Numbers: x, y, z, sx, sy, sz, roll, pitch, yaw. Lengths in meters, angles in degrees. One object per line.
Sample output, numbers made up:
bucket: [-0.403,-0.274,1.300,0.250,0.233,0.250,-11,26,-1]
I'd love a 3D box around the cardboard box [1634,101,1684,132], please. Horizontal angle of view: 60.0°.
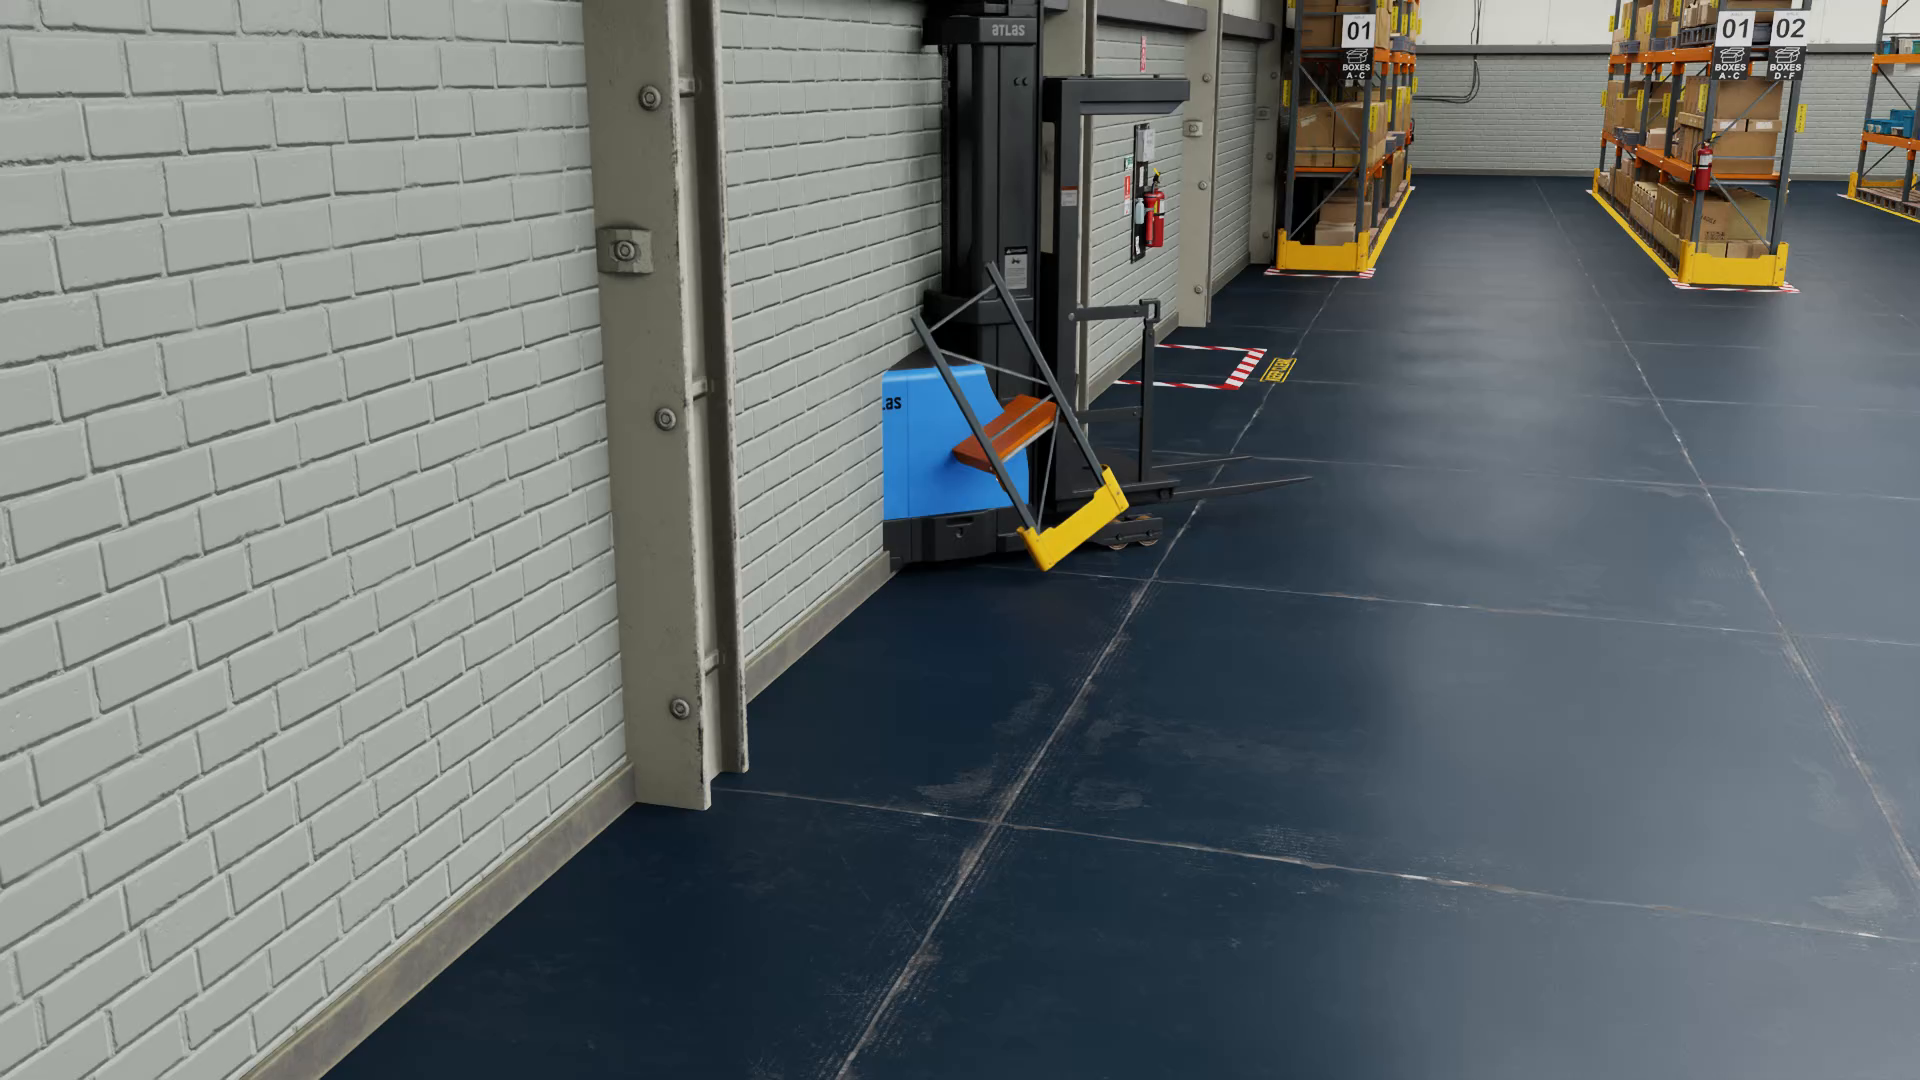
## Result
cardboard box: [11.840,-7.134,28.033,0.700,0.500,0.500,-1,16,-3]

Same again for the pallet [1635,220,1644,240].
pallet: [11.149,-4.839,26.002,1.003,0.211,1.213,5,16,16]

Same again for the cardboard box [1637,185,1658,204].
cardboard box: [11.050,-5.474,26.374,0.500,0.311,0.500,4,16,14]

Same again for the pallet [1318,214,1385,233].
pallet: [6.446,-5.230,27.382,1.003,0.211,1.213,5,16,16]

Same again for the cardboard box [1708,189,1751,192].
cardboard box: [10.418,-4.505,22.610,0.500,0.500,0.500,5,16,16]

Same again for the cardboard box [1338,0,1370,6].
cardboard box: [5.087,-7.065,21.191,0.500,0.500,0.500,3,16,12]

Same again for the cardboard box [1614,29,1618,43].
cardboard box: [13.498,-10.171,33.552,0.500,0.250,0.500,5,16,16]

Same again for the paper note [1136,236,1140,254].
paper note: [1.554,-2.573,14.519,0.016,0.148,0.142,5,16,16]

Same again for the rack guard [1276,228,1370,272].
rack guard: [4.767,-3.818,21.875,1.175,0.500,0.348,5,16,16]

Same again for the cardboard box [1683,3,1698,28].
cardboard box: [10.083,-7.081,22.439,0.500,0.311,0.500,4,16,13]

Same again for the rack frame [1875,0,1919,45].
rack frame: [18.791,-11.305,32.695,1.000,3.000,0.127,5,16,16]

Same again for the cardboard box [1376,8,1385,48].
cardboard box: [5.267,-6.708,21.764,0.500,0.500,0.500,6,17,20]

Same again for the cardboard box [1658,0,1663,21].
cardboard box: [12.189,-9.064,28.274,0.500,0.500,0.500,5,16,16]

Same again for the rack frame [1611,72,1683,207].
rack frame: [12.906,-7.757,31.182,1.000,3.000,0.127,5,16,16]

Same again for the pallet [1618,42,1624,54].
pallet: [12.653,-8.945,30.216,1.213,0.211,1.003,5,16,16]

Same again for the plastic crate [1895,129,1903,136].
plastic crate: [17.714,-7.582,30.959,0.437,0.125,0.590,5,16,16]

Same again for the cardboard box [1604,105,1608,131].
cardboard box: [13.664,-8.756,34.520,0.500,0.500,0.500,5,17,17]

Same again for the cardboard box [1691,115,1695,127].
cardboard box: [9.933,-5.564,22.076,0.380,0.149,0.250,4,16,15]

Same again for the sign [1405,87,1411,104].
sign: [8.678,-8.620,32.246,0.100,0.325,0.005,5,16,16]

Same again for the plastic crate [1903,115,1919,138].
plastic crate: [17.459,-7.542,30.342,0.392,0.384,0.575,5,16,16]

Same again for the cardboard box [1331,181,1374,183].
cardboard box: [6.606,-5.785,28.002,0.700,0.500,0.500,5,16,16]

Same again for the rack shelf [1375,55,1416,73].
rack shelf: [8.724,-9.761,34.066,1.077,0.370,4.000,5,16,16]

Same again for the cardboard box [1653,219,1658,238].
cardboard box: [10.210,-4.446,23.776,0.500,0.250,0.500,5,16,16]

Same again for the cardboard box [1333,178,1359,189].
cardboard box: [6.197,-5.727,26.423,0.500,0.250,0.500,4,16,15]

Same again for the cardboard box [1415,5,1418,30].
cardboard box: [9.193,-10.826,34.452,0.500,0.500,0.500,5,17,18]

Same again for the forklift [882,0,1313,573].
forklift: [0.569,-1.480,9.175,3.031,2.935,1.130,-7,17,-23]

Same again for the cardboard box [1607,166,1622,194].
cardboard box: [12.796,-6.937,32.066,0.500,0.500,0.500,5,16,16]

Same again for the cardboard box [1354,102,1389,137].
cardboard box: [6.044,-6.198,24.548,0.500,0.500,0.500,5,16,16]

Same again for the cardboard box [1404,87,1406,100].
cardboard box: [8.268,-8.560,31.873,0.500,0.250,0.500,5,17,17]

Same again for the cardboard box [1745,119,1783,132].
cardboard box: [9.814,-5.064,20.314,0.380,0.149,0.250,5,16,15]

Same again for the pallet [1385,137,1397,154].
pallet: [6.238,-6.144,25.845,1.003,0.211,1.213,5,16,16]

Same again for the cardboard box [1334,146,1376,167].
cardboard box: [5.188,-5.042,21.845,0.500,0.250,0.500,4,16,14]

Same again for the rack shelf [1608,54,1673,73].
rack shelf: [13.474,-9.378,32.715,1.077,0.370,4.000,5,16,16]

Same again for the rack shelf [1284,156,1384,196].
rack shelf: [5.313,-5.178,23.407,1.077,0.370,4.000,5,16,16]

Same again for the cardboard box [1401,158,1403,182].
cardboard box: [9.047,-7.865,35.371,0.700,0.500,0.500,5,16,16]

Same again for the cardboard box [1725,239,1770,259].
cardboard box: [9.861,-3.620,20.865,0.500,0.250,0.500,5,16,16]

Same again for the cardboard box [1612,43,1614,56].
cardboard box: [13.653,-10.060,34.078,0.500,0.250,0.500,5,16,16]

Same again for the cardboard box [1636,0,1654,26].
cardboard box: [13.007,-9.860,31.081,0.700,0.500,0.500,5,16,16]

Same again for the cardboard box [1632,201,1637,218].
cardboard box: [11.197,-5.344,26.943,0.500,0.250,0.500,4,16,14]

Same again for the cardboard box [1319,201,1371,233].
cardboard box: [5.446,-4.521,23.547,0.700,0.500,0.500,4,16,12]

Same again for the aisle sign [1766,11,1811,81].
aisle sign: [9.771,-5.828,19.614,0.394,0.787,0.004,5,16,16]

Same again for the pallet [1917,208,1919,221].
pallet: [17.050,-5.512,28.375,1.003,0.211,1.213,5,16,16]

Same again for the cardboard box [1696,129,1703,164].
cardboard box: [9.932,-5.054,21.469,0.700,0.500,0.500,5,17,16]

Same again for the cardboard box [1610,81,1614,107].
cardboard box: [13.375,-8.969,33.440,0.500,0.500,0.500,5,17,17]

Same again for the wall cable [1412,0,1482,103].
wall cable: [11.242,-12.031,40.946,3.097,2.526,0.112,5,16,16]

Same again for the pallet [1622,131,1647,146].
pallet: [11.894,-6.801,28.163,1.213,0.211,1.003,5,16,16]

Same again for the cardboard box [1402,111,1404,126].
cardboard box: [8.266,-8.201,31.981,0.500,0.500,0.500,4,16,15]

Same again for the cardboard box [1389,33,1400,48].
cardboard box: [7.073,-8.295,27.705,0.500,0.311,0.500,5,16,16]

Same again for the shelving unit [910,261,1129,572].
shelving unit: [0.072,-0.707,8.675,0.587,1.500,1.083,-37,26,-15]

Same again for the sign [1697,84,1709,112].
sign: [8.979,-5.335,20.084,0.100,0.325,0.005,5,16,16]

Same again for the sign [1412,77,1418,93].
sign: [9.808,-9.812,35.871,0.100,0.325,0.005,5,16,16]

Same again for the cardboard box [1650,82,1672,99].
cardboard box: [13.309,-8.388,31.389,0.500,0.500,0.500,5,17,17]
